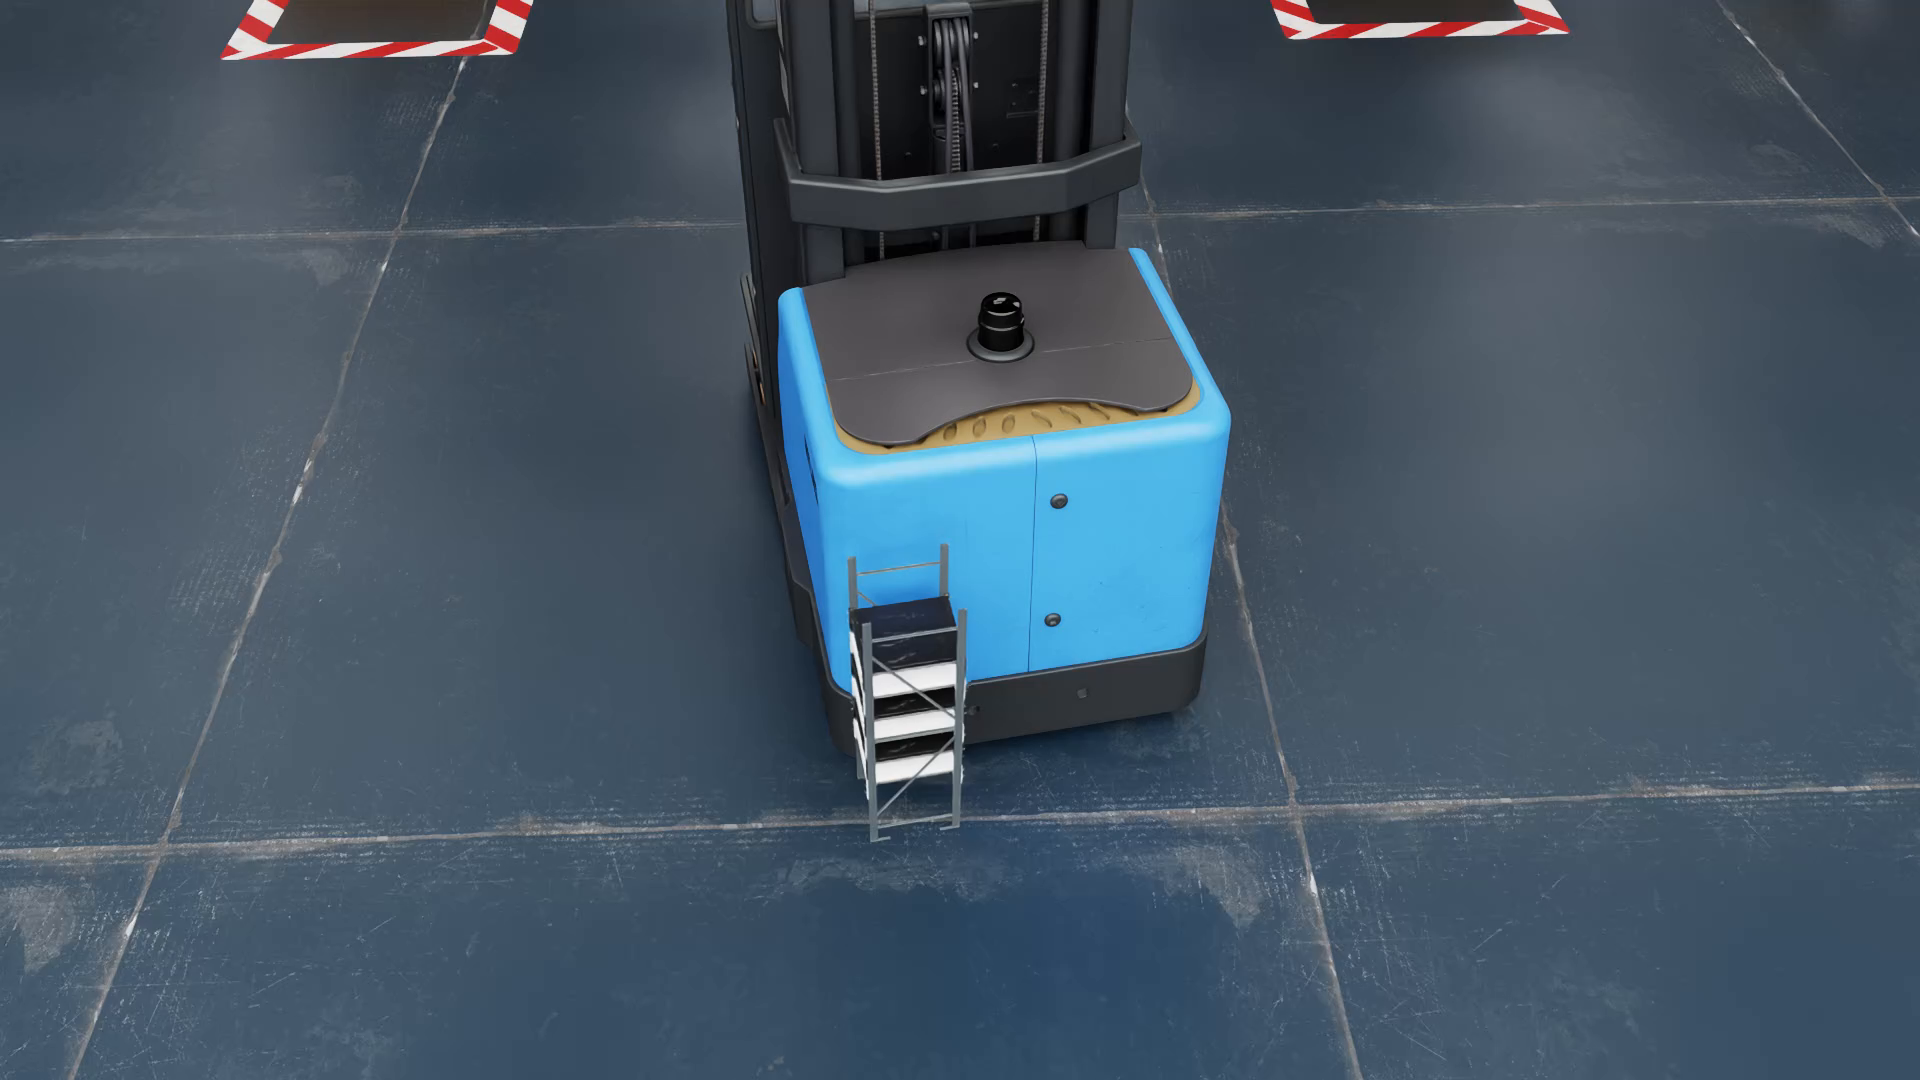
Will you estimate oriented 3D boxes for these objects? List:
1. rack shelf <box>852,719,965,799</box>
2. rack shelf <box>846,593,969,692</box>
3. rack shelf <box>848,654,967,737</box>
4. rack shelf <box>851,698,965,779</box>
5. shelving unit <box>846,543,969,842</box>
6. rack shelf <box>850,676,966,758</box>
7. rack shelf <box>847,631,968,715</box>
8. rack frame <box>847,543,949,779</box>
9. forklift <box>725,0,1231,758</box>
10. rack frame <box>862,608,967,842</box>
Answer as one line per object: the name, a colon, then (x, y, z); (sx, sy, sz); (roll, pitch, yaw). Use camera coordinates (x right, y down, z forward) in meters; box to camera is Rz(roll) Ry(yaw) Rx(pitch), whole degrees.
rack shelf: (-0.135, 0.545, 4.292); (0.258, 0.077, 0.200); (-8, 48, -9)
rack shelf: (-0.127, 0.242, 3.959); (0.258, 0.077, 0.200); (-8, 48, -9)
rack shelf: (-0.130, 0.363, 4.092); (0.258, 0.077, 0.200); (-8, 48, -9)
rack shelf: (-0.134, 0.484, 4.225); (0.258, 0.077, 0.200); (-8, 48, -9)
shelving unit: (-0.131, 0.401, 4.134); (0.258, 0.900, 0.210); (-8, 48, -9)
rack shelf: (-0.132, 0.424, 4.159); (0.258, 0.077, 0.200); (-8, 48, -9)
rack shelf: (-0.128, 0.303, 4.026); (0.258, 0.077, 0.200); (-8, 48, -9)
rack frame: (-0.152, 0.328, 4.201); (0.240, 0.900, 0.006); (-8, 48, -9)
forklift: (-0.129, -1.494, 4.711); (1.130, 2.935, 3.031); (-8, 43, -9)
rack frame: (-0.110, 0.475, 4.068); (0.240, 0.900, 0.006); (-8, 48, -9)
